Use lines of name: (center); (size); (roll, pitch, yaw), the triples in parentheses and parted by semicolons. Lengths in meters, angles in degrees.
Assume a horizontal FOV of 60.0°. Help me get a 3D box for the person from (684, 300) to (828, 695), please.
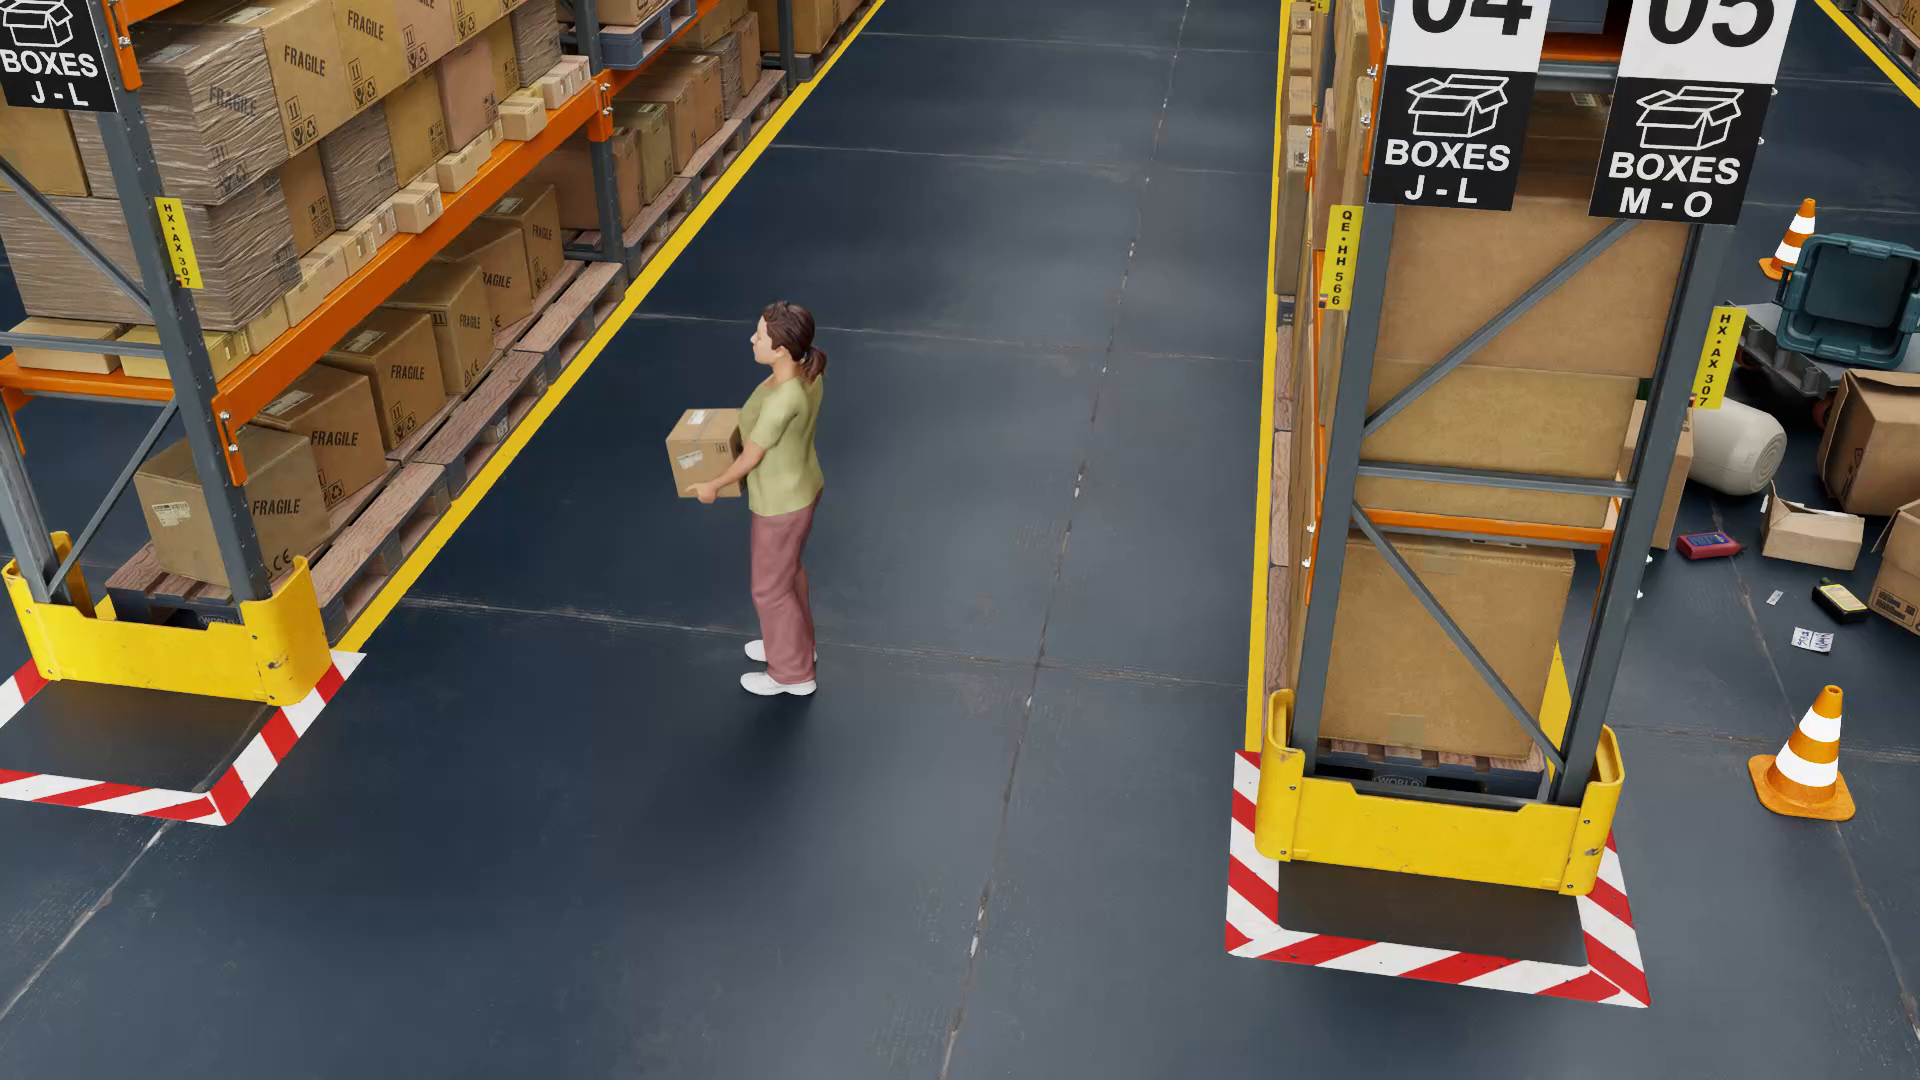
person: (-0.745, -0.154, 6.398); (0.554, 1.659, 0.425); (6, 33, 9)
